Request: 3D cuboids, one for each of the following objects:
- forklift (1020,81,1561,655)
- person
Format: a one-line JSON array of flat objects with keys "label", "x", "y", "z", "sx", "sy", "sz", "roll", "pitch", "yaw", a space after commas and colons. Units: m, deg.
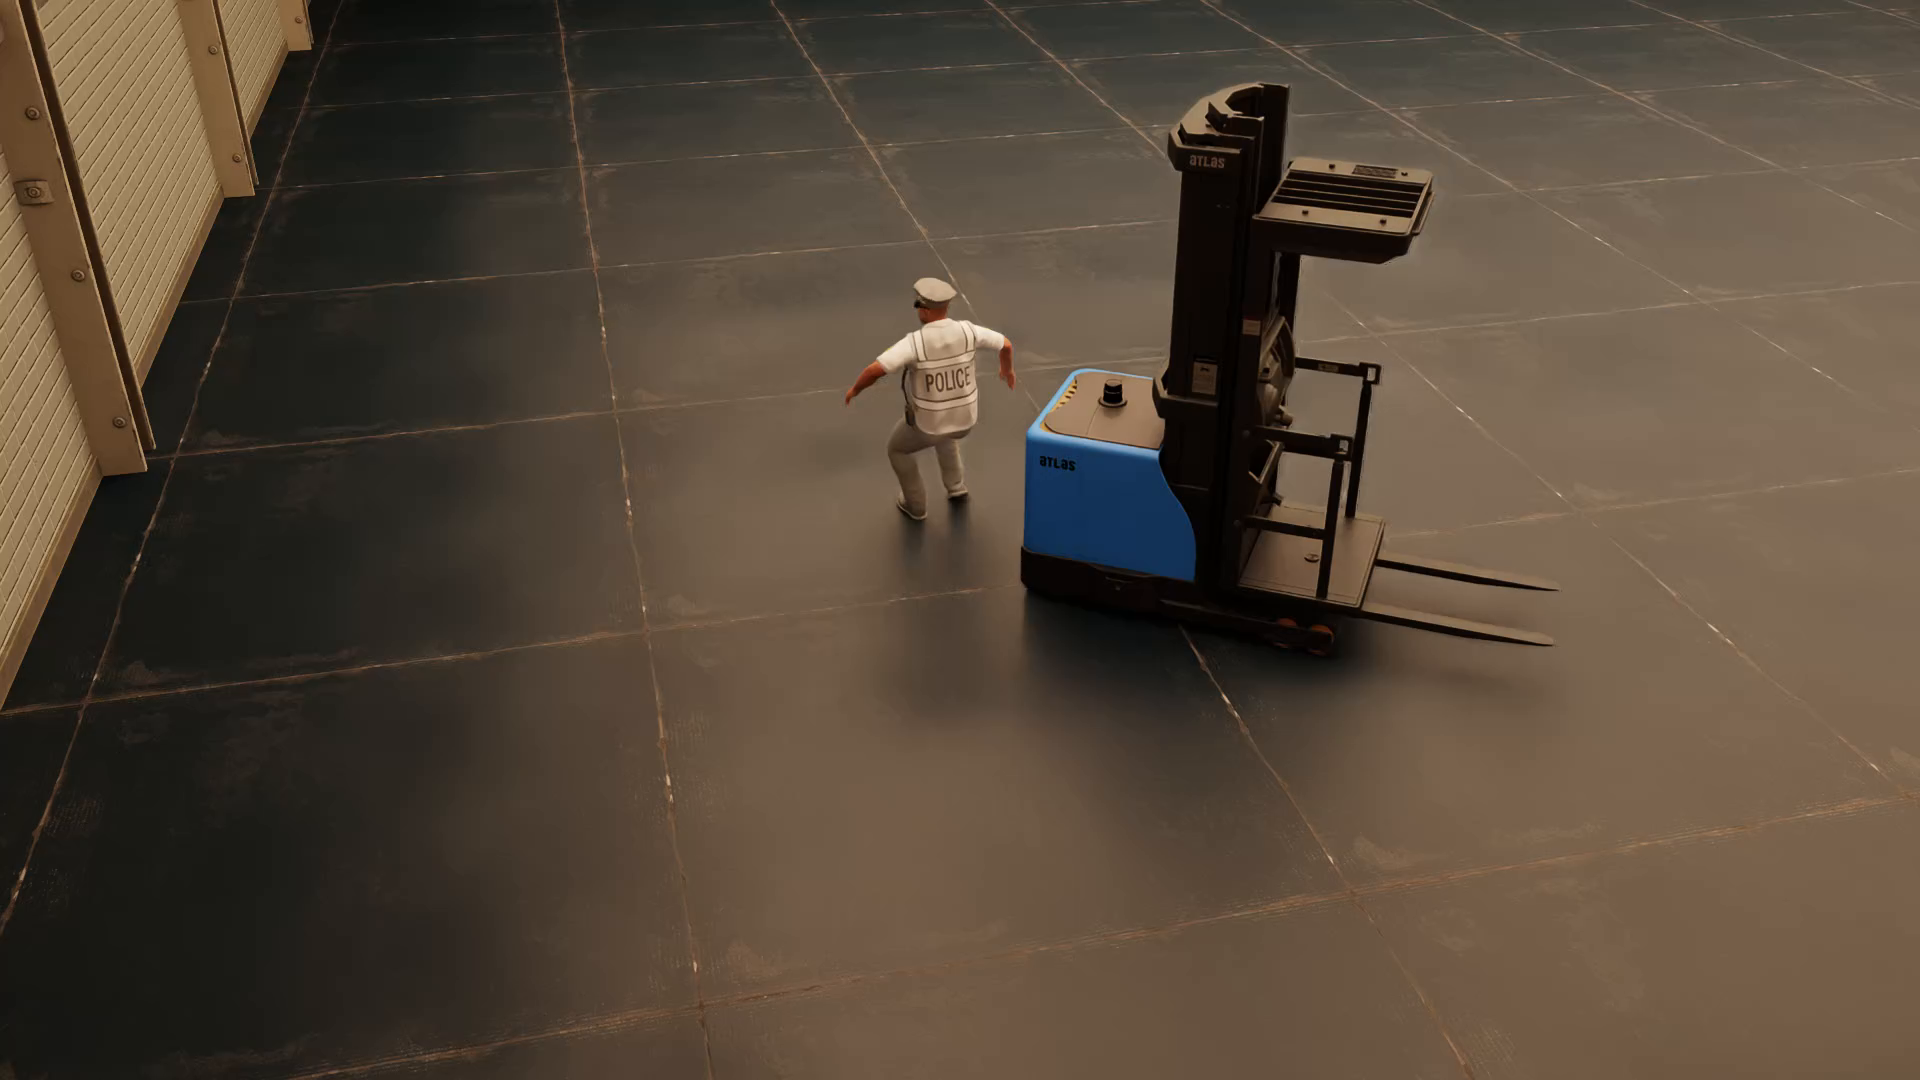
[{"label": "forklift", "x": 1.934, "y": -0.922, "z": 9.167, "sx": 3.031, "sy": 2.935, "sz": 1.130, "roll": 11, "pitch": 32, "yaw": 18}, {"label": "person", "x": -0.156, "y": -0.838, "z": 10.365, "sx": 1.105, "sy": 1.693, "sz": 0.624, "roll": -13, "pitch": 32, "yaw": -21}]
